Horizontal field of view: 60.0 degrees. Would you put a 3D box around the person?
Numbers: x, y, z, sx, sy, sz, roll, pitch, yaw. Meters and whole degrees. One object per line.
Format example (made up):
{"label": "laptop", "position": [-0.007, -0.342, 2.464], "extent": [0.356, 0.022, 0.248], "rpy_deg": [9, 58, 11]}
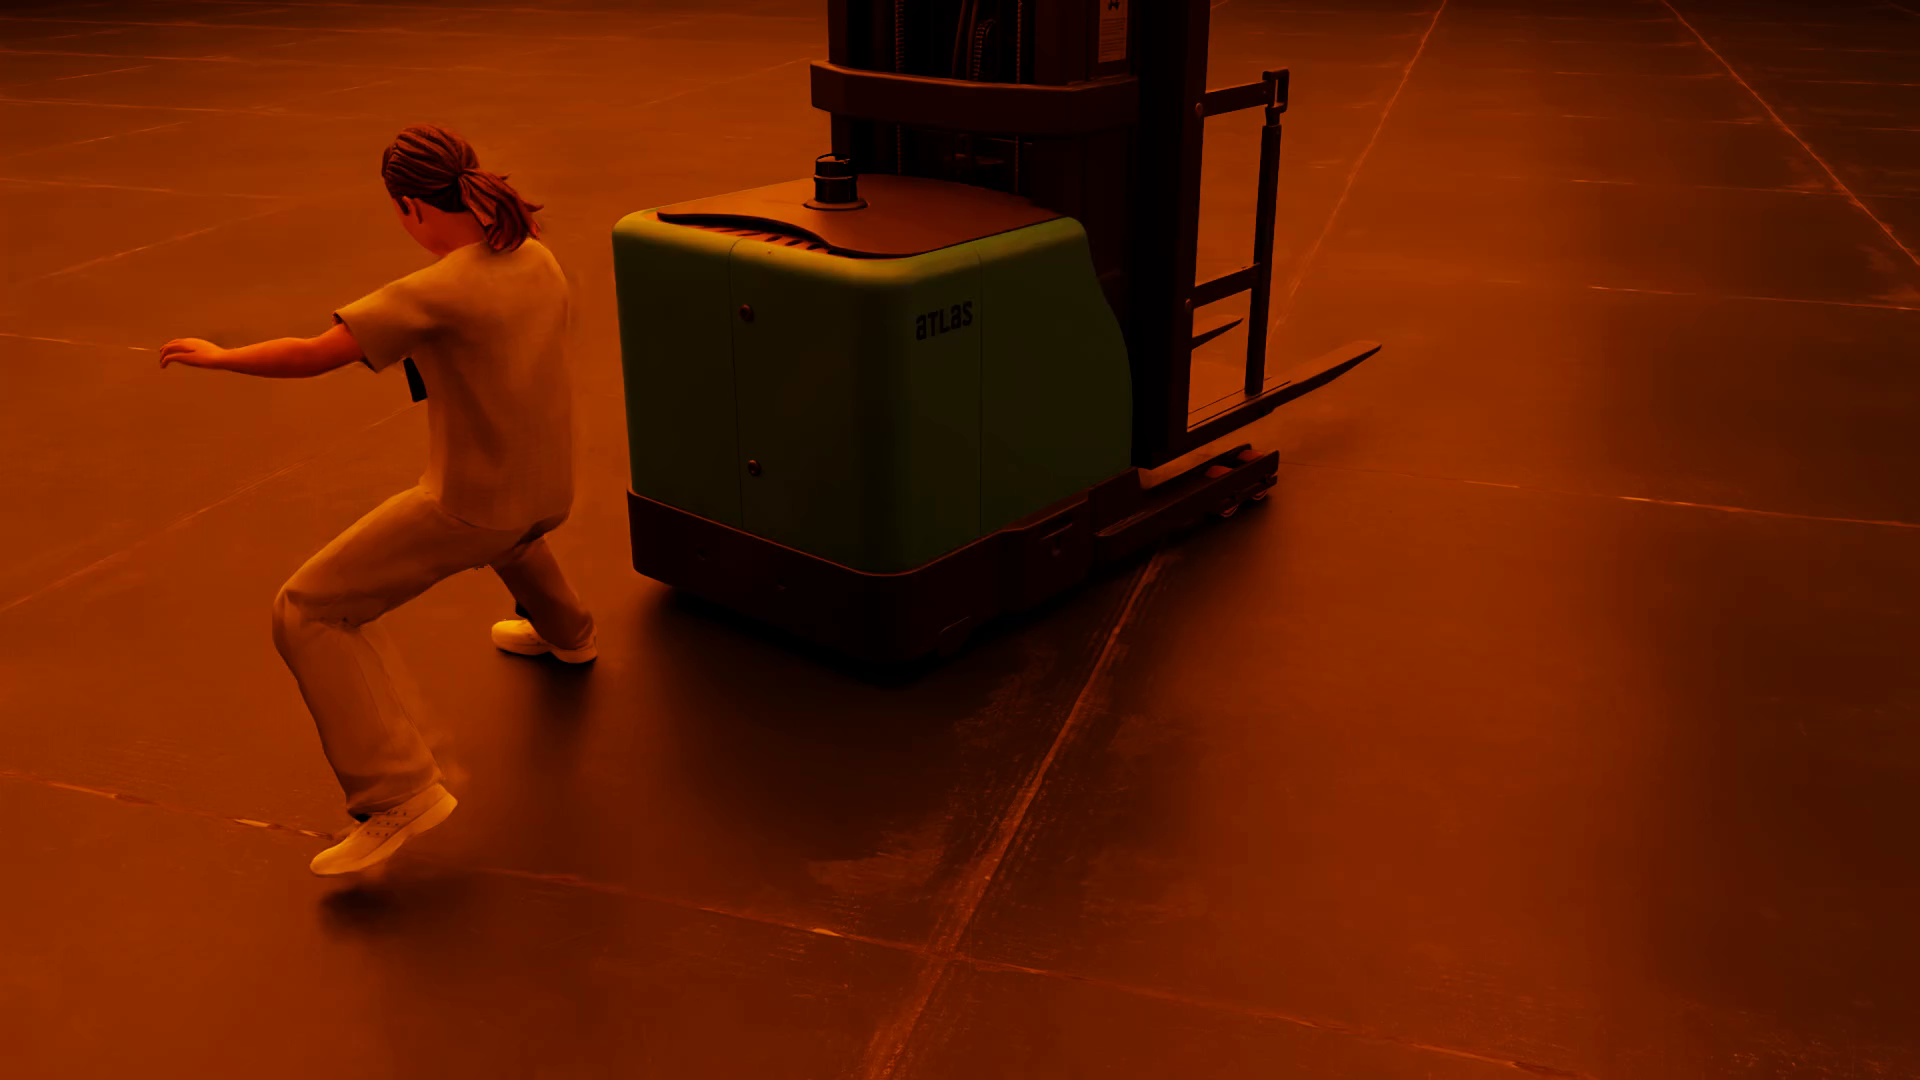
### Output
{"label": "person", "position": [-1.166, -0.170, 3.624], "extent": [0.651, 1.451, 1.172], "rpy_deg": [10, 25, 23]}

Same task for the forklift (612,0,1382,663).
{"label": "forklift", "position": [0.389, -1.534, 4.996], "extent": [1.130, 2.935, 3.031], "rpy_deg": [18, 28, 36]}
